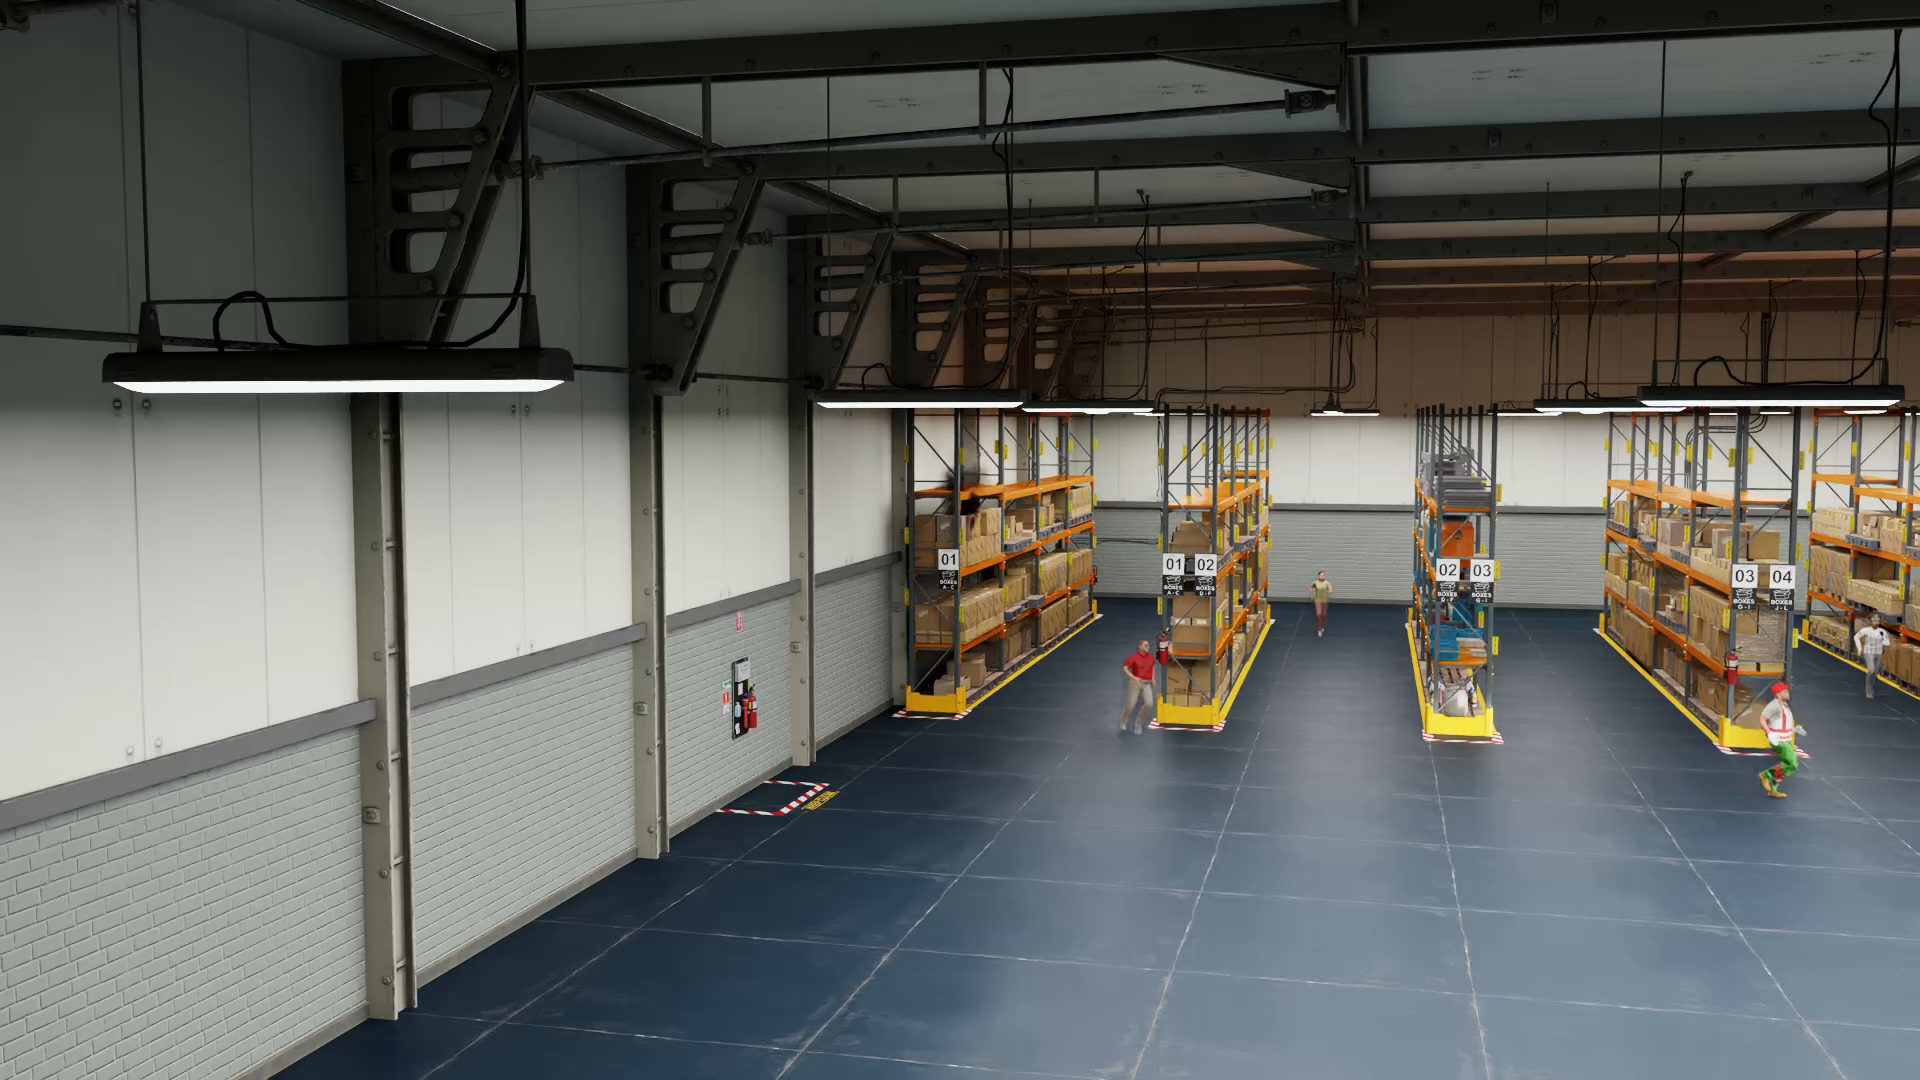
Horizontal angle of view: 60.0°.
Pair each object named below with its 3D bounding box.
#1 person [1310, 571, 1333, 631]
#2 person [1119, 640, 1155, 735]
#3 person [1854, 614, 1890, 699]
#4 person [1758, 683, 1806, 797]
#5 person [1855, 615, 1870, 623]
[{"bbox_3d":[9.572,1.600,44.065,0.559,1.573,0.758,0,4,3],"label":"person"},{"bbox_3d":[3.297,2.688,30.335,0.731,1.735,0.662,-2,4,-20],"label":"person"},{"bbox_3d":[18.783,2.391,34.211,0.576,1.749,0.732,0,4,7],"label":"person"},{"bbox_3d":[12.405,3.025,25.084,0.578,1.739,0.656,4,6,42],"label":"person"},{"bbox_3d":[23.707,1.752,43.747,0.650,1.581,0.536,-2,5,-24],"label":"person"}]
